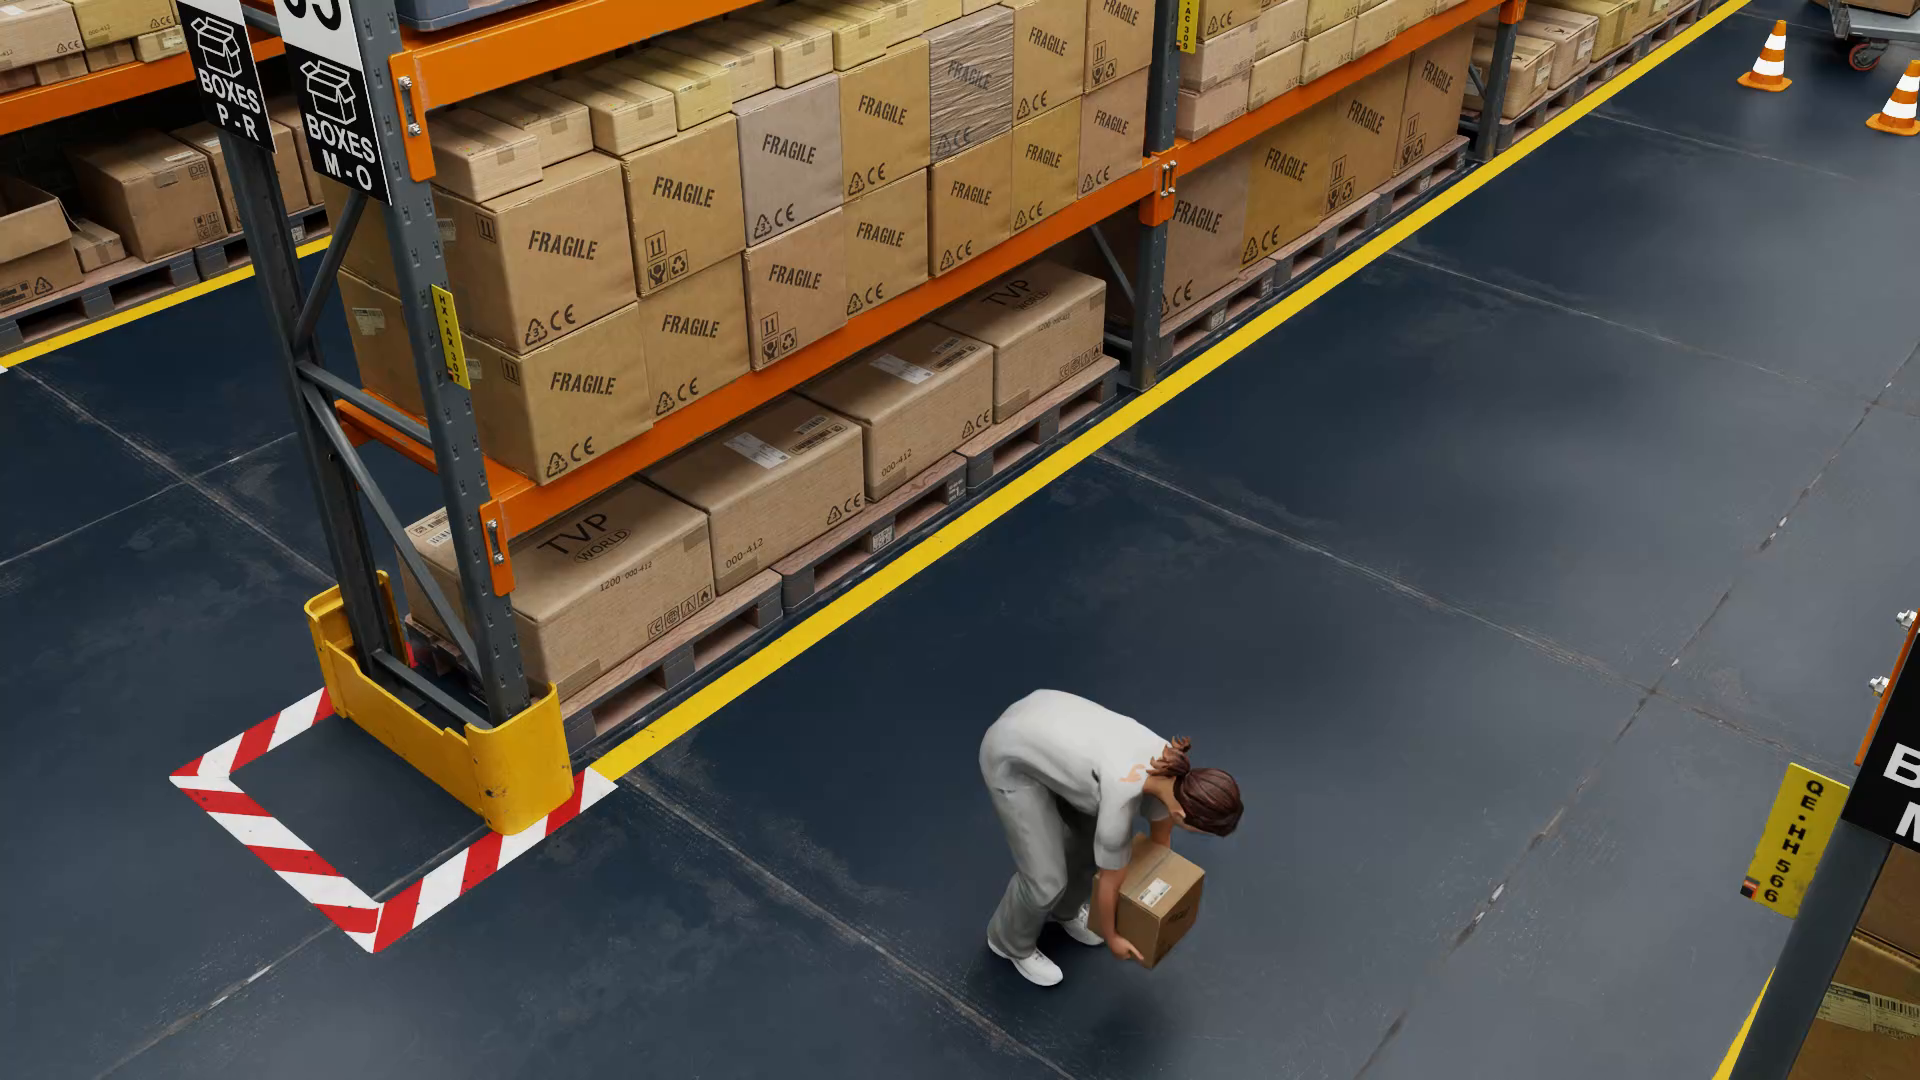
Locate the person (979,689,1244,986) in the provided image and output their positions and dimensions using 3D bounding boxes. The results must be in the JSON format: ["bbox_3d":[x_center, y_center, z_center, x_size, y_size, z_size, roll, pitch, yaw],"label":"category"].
[{"bbox_3d":[0.459,0.989,5.223,0.870,1.124,0.425,24,42,30],"label":"person"}]
